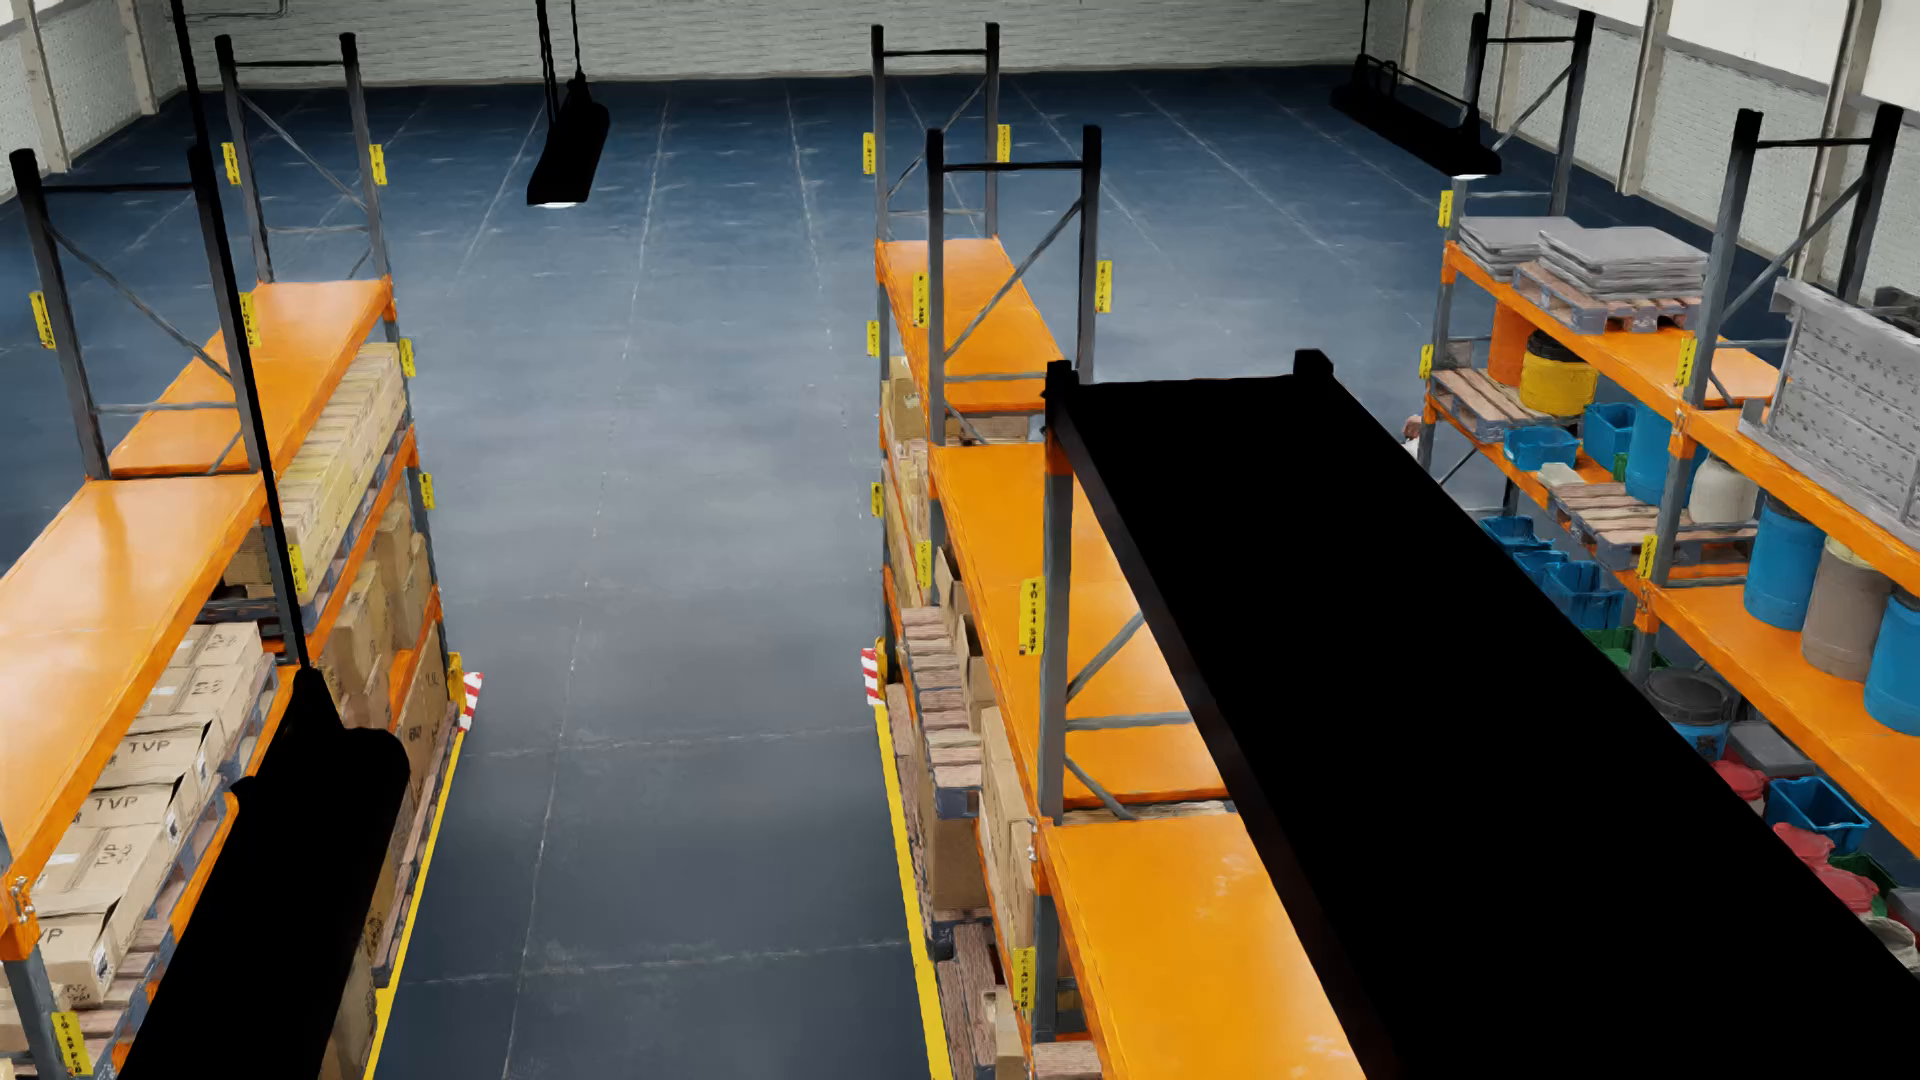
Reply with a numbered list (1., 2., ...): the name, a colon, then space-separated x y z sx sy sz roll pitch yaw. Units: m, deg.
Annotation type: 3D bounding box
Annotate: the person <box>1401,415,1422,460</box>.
1. person: 4.662 -0.456 17.367 0.579 1.774 0.766 13 28 25
